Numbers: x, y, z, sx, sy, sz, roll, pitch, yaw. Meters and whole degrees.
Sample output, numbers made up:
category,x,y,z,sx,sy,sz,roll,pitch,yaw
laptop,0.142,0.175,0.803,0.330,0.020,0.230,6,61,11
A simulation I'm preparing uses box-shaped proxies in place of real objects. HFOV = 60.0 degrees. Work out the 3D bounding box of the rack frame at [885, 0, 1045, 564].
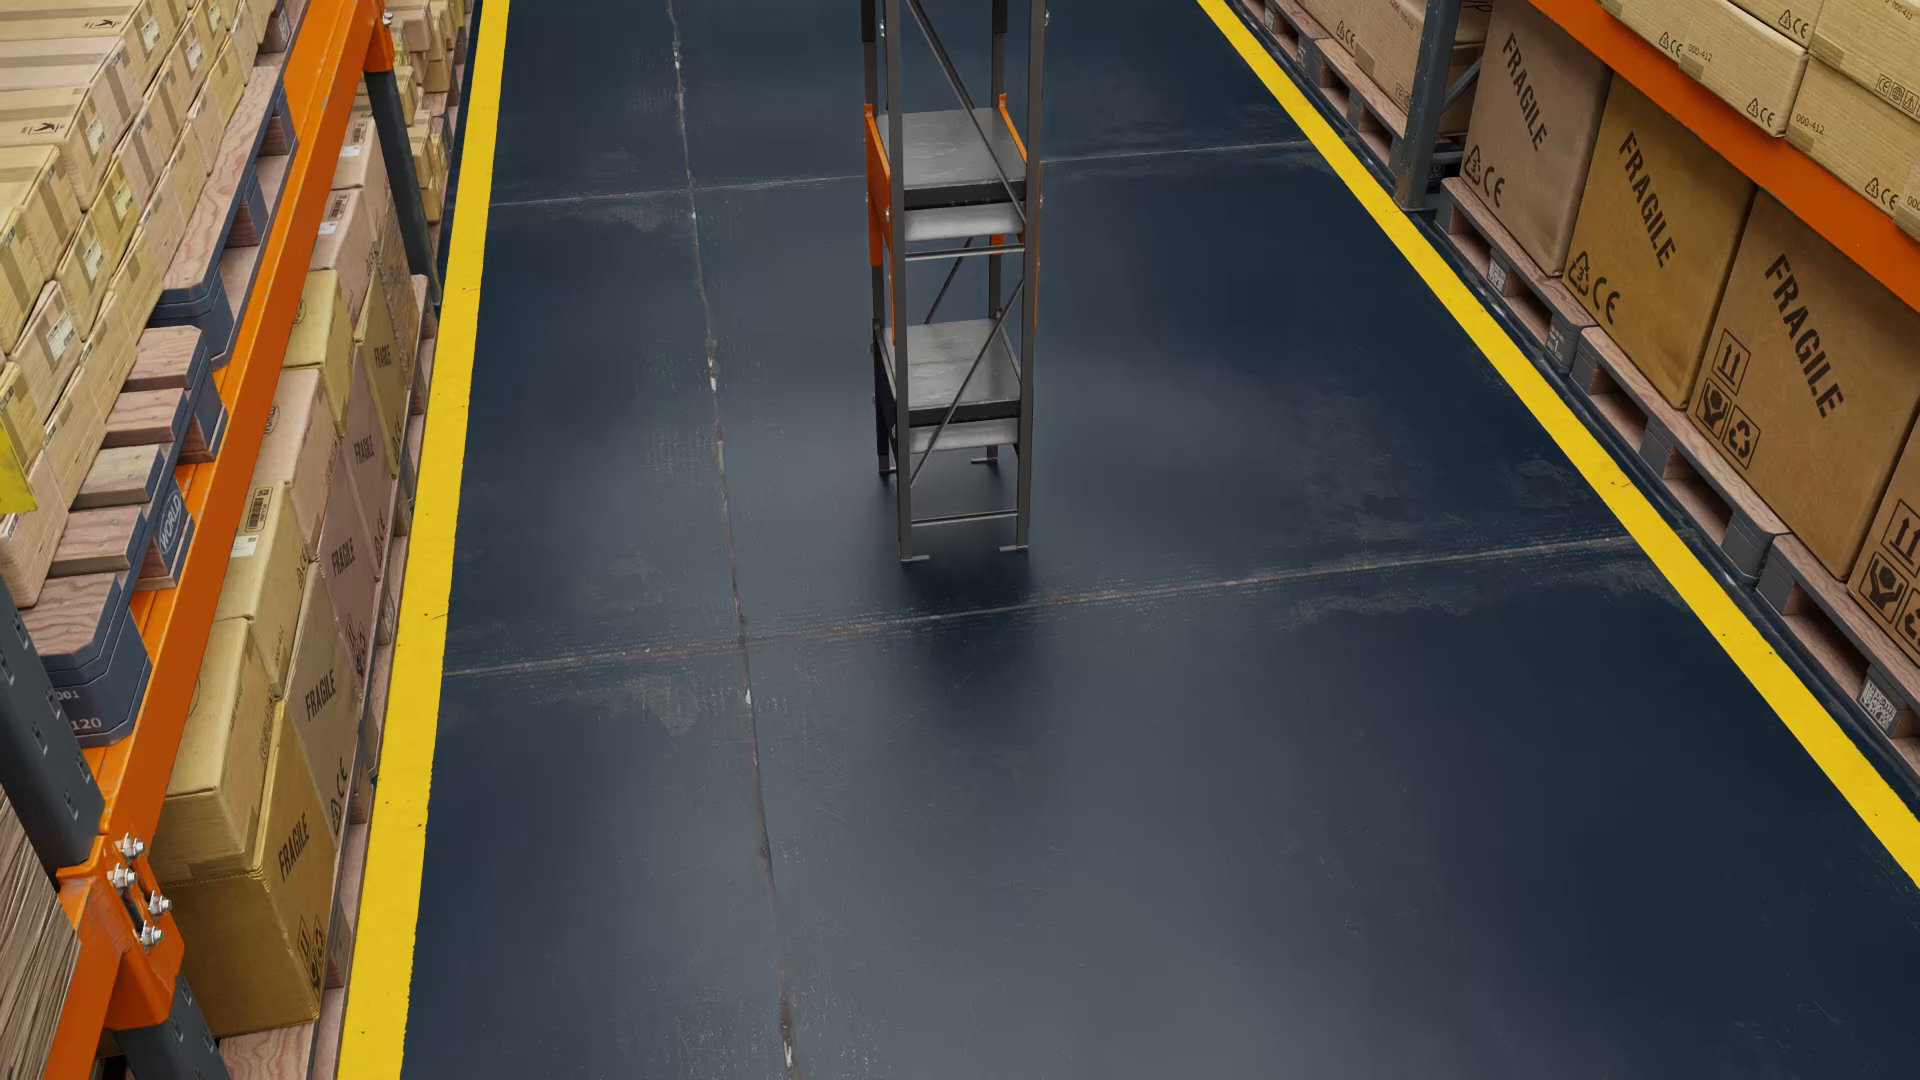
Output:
category,x,y,z,sx,sy,sz,roll,pitch,yaw
rack frame,0.014,-0.782,4.545,0.400,2.100,0.015,-6,38,-8

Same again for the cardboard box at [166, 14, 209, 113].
category,x,y,z,sx,sy,sz,roll,pitch,yaw
cardboard box,-1.966,-1.082,3.817,0.380,0.149,0.250,-5,38,-6

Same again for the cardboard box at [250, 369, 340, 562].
category,x,y,z,sx,sy,sz,roll,pitch,yaw
cardboard box,-1.847,-0.168,4.105,0.500,0.250,0.500,-6,38,-8

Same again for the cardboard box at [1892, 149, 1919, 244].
category,x,y,z,sx,sy,sz,roll,pitch,yaw
cardboard box,2.605,-0.762,3.909,0.500,0.250,0.500,-6,38,-7

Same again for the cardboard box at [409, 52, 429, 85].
category,x,y,z,sx,sy,sz,roll,pitch,yaw
cardboard box,-2.531,-2.089,7.233,0.380,0.149,0.250,-5,38,-6

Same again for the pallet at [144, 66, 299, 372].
category,x,y,z,sx,sy,sz,roll,pitch,yaw
pallet,-2.188,-0.759,3.939,1.003,0.211,1.213,-6,38,-8

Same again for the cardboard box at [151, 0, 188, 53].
category,x,y,z,sx,sy,sz,roll,pitch,yaw
cardboard box,-1.963,-1.190,3.714,0.380,0.149,0.250,-7,38,-9

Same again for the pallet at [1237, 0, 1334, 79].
category,x,y,z,sx,sy,sz,roll,pitch,yaw
pallet,2.080,-2.758,8.628,1.003,0.211,1.213,-6,38,-8

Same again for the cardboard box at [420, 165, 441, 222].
category,x,y,z,sx,sy,sz,roll,pitch,yaw
cardboard box,-2.250,-1.354,6.530,0.380,0.149,0.250,-8,39,-10

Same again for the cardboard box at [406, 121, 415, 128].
category,x,y,z,sx,sy,sz,roll,pitch,yaw
cardboard box,-2.383,-1.614,6.621,0.380,0.149,0.250,-6,38,-8

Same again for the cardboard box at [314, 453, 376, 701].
category,x,y,z,sx,sy,sz,roll,pitch,yaw
cardboard box,-1.860,0.110,4.359,0.500,0.500,0.500,-7,38,-9

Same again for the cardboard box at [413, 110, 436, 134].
category,x,y,z,sx,sy,sz,roll,pitch,yaw
cardboard box,-2.391,-1.660,6.923,0.380,0.149,0.250,-6,38,-8

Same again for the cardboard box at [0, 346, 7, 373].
category,x,y,z,sx,sy,sz,roll,pitch,yaw
cardboard box,-1.692,-0.248,2.502,0.380,0.149,0.250,-6,38,-8

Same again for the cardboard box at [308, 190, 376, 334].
category,x,y,z,sx,sy,sz,roll,pitch,yaw
cardboard box,-2.046,-0.800,4.919,0.500,0.250,0.500,-5,38,-6

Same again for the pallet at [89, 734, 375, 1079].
category,x,y,z,sx,sy,sz,roll,pitch,yaw
pallet,-1.936,0.985,3.810,1.003,0.211,1.213,-6,38,-8

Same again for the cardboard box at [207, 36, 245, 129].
category,x,y,z,sx,sy,sz,roll,pitch,yaw
cardboard box,-2.006,-1.121,4.111,0.380,0.149,0.250,-5,38,-6

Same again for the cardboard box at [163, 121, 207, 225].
category,x,y,z,sx,sy,sz,roll,pitch,yaw
cardboard box,-1.915,-0.803,3.701,0.380,0.149,0.250,-6,38,-7

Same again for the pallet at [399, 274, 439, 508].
category,x,y,z,sx,sy,sz,roll,pitch,yaw
pallet,-2.364,-0.489,5.707,1.003,0.211,1.213,-6,38,-8

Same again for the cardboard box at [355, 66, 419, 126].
category,x,y,z,sx,sy,sz,roll,pitch,yaw
cardboard box,-2.349,-1.738,6.538,0.380,0.149,0.250,-4,38,-6

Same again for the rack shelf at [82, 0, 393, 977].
category,x,y,z,sx,sy,sz,roll,pitch,yaw
rack shelf,-2.152,-0.568,4.122,1.077,0.370,4.000,-6,38,-8

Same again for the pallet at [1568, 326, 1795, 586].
category,x,y,z,sx,sy,sz,roll,pitch,yaw
pallet,2.780,-0.356,5.536,1.003,0.211,1.213,-6,38,-8

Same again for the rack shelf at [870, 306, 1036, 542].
category,x,y,z,sx,sy,sz,roll,pitch,yaw
rack shelf,-0.029,-0.366,5.172,0.431,0.518,0.480,-6,38,-8

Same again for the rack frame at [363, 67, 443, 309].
category,x,y,z,sx,sy,sz,roll,pitch,yaw
rack frame,-2.502,-2.060,5.456,1.000,3.000,0.127,-6,38,-8

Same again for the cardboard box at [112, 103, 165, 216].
category,x,y,z,sx,sy,sz,roll,pitch,yaw
cardboard box,-1.875,-0.769,3.415,0.380,0.149,0.250,-6,38,-8

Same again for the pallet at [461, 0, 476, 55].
category,x,y,z,sx,sy,sz,roll,pitch,yaw
pallet,-3.083,-2.834,8.726,1.003,0.211,1.213,-6,38,-8

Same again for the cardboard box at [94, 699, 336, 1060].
category,x,y,z,sx,sy,sz,roll,pitch,yaw
cardboard box,-1.674,0.723,3.570,0.500,0.500,0.500,-8,39,-10

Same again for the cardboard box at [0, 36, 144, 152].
category,x,y,z,sx,sy,sz,roll,pitch,yaw
cardboard box,-1.875,-0.879,3.314,0.380,0.149,0.250,-5,38,-6

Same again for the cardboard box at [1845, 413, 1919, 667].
category,x,y,z,sx,sy,sz,roll,pitch,yaw
cardboard box,3.015,0.010,4.182,0.875,0.875,0.875,-7,38,-8

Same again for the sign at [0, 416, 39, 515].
category,x,y,z,sx,sy,sz,roll,pitch,yaw
sign,-1.255,-0.163,2.071,0.100,0.325,0.005,-6,38,-8

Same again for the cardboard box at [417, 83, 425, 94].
category,x,y,z,sx,sy,sz,roll,pitch,yaw
cardboard box,-2.566,-1.966,7.317,0.380,0.149,0.250,-8,39,-10

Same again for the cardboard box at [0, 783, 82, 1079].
category,x,y,z,sx,sy,sz,roll,pitch,yaw
cardboard box,-1.458,0.560,2.003,0.500,0.500,0.500,-6,38,-8

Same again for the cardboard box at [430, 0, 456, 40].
category,x,y,z,sx,sy,sz,roll,pitch,yaw
cardboard box,-2.531,-2.400,7.633,0.380,0.149,0.250,-6,38,-7

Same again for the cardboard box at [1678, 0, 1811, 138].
category,x,y,z,sx,sy,sz,roll,pitch,yaw
cardboard box,2.416,-1.373,4.695,0.500,0.250,0.500,-7,38,-9

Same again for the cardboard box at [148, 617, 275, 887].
category,x,y,z,sx,sy,sz,roll,pitch,yaw
cardboard box,-1.683,0.439,3.324,0.500,0.250,0.500,-8,39,-10

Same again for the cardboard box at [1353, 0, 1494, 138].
category,x,y,z,sx,sy,sz,roll,pitch,yaw
cardboard box,2.349,-2.198,7.380,0.875,0.438,0.875,-7,38,-9

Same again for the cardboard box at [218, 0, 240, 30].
category,x,y,z,sx,sy,sz,roll,pitch,yaw
cardboard box,-2.053,-1.394,4.219,0.380,0.149,0.250,-8,39,-10

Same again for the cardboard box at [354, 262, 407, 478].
category,x,y,z,sx,sy,sz,roll,pitch,yaw
cardboard box,-2.035,-0.509,5.155,0.500,0.500,0.500,-7,38,-9

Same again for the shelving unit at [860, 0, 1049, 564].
category,x,y,z,sx,sy,sz,roll,pitch,yaw
shelving unit,-0.029,-0.929,4.735,0.431,2.100,0.503,-6,38,-8

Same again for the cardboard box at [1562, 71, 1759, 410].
category,x,y,z,sx,sy,sz,roll,pitch,yaw
cardboard box,2.707,-1.069,5.571,0.875,0.875,0.875,-5,38,-7

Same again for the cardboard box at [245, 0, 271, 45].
category,x,y,z,sx,sy,sz,roll,pitch,yaw
cardboard box,-2.106,-1.449,4.532,0.380,0.149,0.250,-8,39,-10

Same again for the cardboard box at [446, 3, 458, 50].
category,x,y,z,sx,sy,sz,roll,pitch,yaw
cardboard box,-2.609,-2.445,7.933,0.380,0.149,0.250,-6,38,-7

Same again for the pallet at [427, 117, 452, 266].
category,x,y,z,sx,sy,sz,roll,pitch,yaw
pallet,-2.655,-1.360,6.829,1.003,0.211,1.213,-6,38,-8

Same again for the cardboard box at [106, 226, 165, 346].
category,x,y,z,sx,sy,sz,roll,pitch,yaw
cardboard box,-1.824,-0.490,3.298,0.380,0.149,0.250,-5,38,-6

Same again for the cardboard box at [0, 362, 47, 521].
category,x,y,z,sx,sy,sz,roll,pitch,yaw
cardboard box,-1.688,-0.141,2.607,0.380,0.149,0.250,-5,38,-6

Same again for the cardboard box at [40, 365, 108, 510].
category,x,y,z,sx,sy,sz,roll,pitch,yaw
cardboard box,-1.727,-0.164,2.879,0.380,0.149,0.250,-4,38,-6

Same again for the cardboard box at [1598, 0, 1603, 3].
category,x,y,z,sx,sy,sz,roll,pitch,yaw
cardboard box,2.263,-1.987,5.485,0.500,0.250,0.500,-7,38,-9

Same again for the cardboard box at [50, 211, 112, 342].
category,x,y,z,sx,sy,sz,roll,pitch,yaw
cardboard box,-1.788,-0.466,3.025,0.380,0.149,0.250,-7,38,-9

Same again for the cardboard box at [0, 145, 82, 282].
category,x,y,z,sx,sy,sz,roll,pitch,yaw
cardboard box,-1.780,-0.556,2.898,0.380,0.149,0.250,-6,38,-8

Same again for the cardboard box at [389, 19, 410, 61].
category,x,y,z,sx,sy,sz,roll,pitch,yaw
cardboard box,-2.510,-2.040,6.928,0.380,0.149,0.250,-7,38,-9

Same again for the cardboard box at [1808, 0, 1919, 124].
category,x,y,z,sx,sy,sz,roll,pitch,yaw
cardboard box,2.516,-1.257,4.138,0.500,0.250,0.500,-7,38,-9
